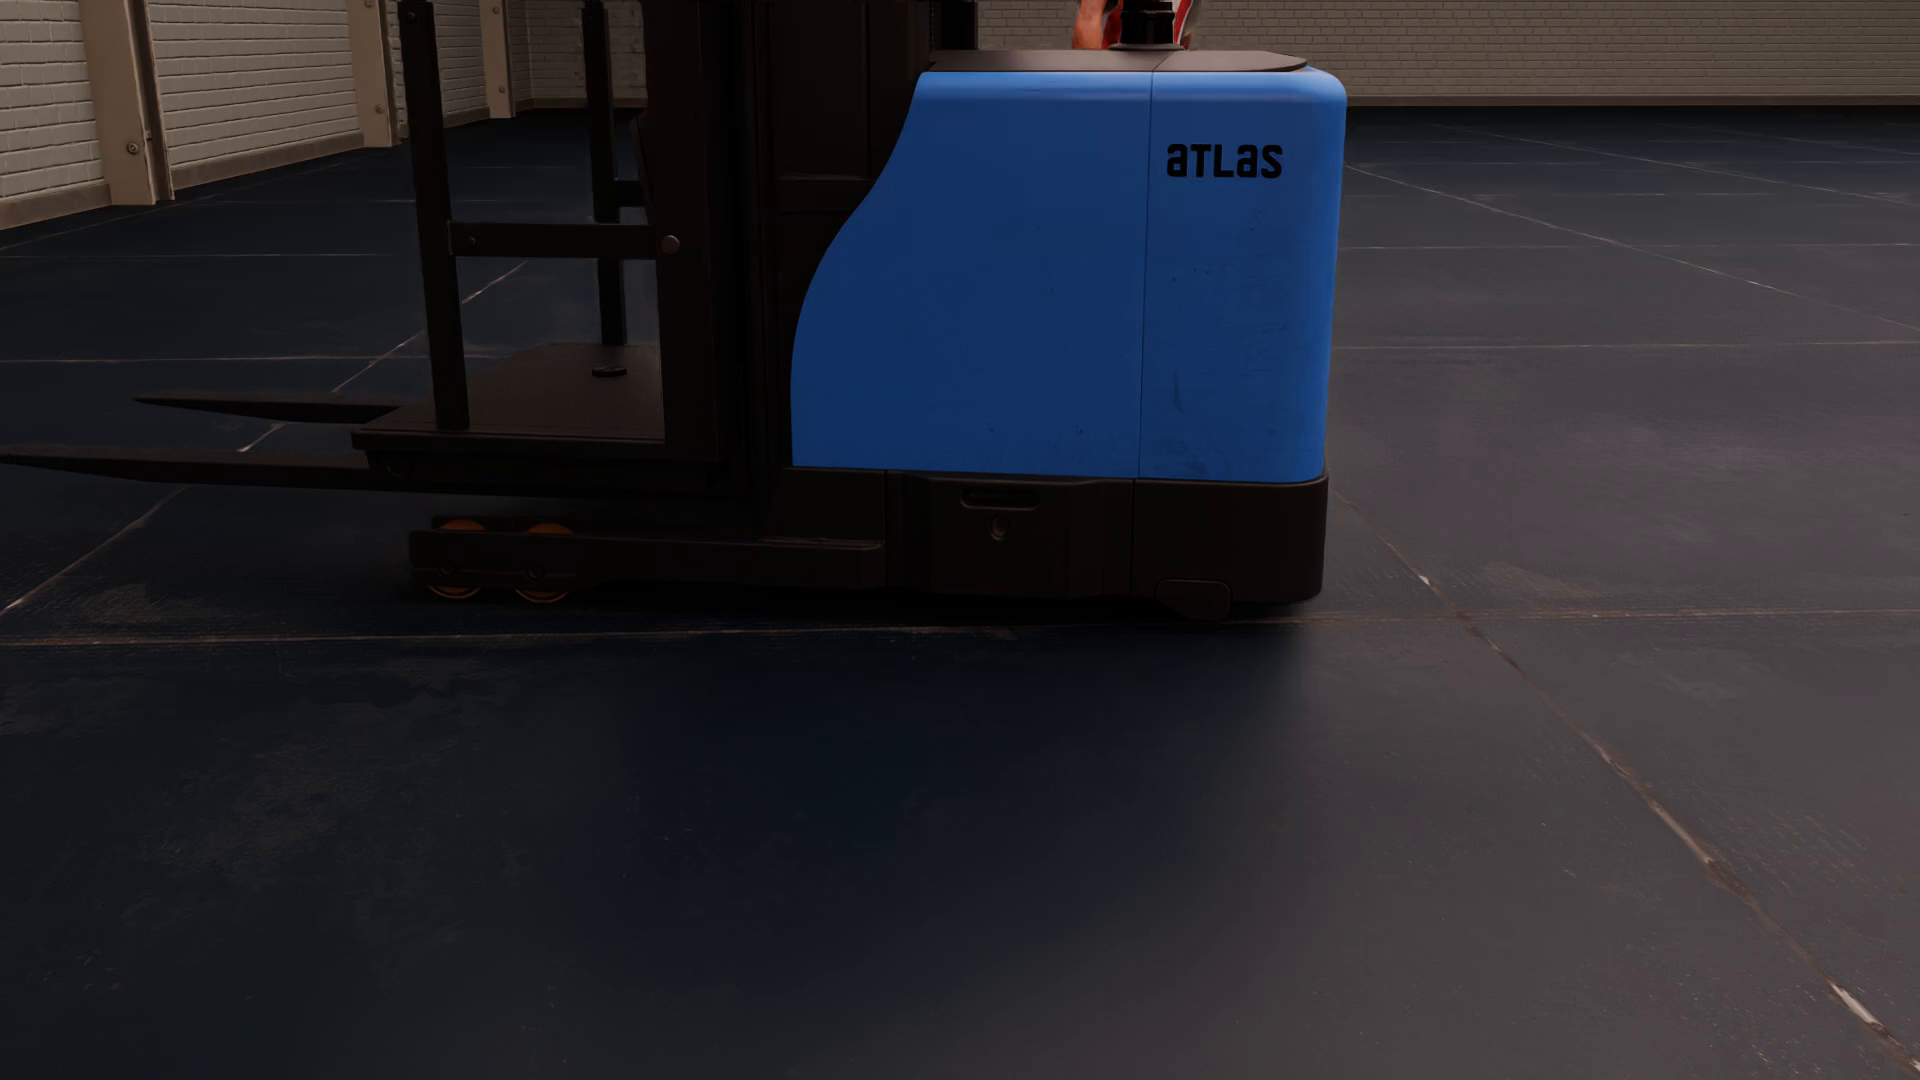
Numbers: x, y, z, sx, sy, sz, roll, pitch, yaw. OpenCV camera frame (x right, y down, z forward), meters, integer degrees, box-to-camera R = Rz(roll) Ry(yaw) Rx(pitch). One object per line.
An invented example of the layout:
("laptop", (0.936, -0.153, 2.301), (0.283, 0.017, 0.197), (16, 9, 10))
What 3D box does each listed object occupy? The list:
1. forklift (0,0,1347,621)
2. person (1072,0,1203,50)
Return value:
("forklift", (-0.713, -1.418, 3.543), (3.031, 2.935, 1.130), (2, 17, 8))
("person", (0.599, -1.524, 6.042), (0.577, 1.753, 0.935), (-3, 17, -8))
